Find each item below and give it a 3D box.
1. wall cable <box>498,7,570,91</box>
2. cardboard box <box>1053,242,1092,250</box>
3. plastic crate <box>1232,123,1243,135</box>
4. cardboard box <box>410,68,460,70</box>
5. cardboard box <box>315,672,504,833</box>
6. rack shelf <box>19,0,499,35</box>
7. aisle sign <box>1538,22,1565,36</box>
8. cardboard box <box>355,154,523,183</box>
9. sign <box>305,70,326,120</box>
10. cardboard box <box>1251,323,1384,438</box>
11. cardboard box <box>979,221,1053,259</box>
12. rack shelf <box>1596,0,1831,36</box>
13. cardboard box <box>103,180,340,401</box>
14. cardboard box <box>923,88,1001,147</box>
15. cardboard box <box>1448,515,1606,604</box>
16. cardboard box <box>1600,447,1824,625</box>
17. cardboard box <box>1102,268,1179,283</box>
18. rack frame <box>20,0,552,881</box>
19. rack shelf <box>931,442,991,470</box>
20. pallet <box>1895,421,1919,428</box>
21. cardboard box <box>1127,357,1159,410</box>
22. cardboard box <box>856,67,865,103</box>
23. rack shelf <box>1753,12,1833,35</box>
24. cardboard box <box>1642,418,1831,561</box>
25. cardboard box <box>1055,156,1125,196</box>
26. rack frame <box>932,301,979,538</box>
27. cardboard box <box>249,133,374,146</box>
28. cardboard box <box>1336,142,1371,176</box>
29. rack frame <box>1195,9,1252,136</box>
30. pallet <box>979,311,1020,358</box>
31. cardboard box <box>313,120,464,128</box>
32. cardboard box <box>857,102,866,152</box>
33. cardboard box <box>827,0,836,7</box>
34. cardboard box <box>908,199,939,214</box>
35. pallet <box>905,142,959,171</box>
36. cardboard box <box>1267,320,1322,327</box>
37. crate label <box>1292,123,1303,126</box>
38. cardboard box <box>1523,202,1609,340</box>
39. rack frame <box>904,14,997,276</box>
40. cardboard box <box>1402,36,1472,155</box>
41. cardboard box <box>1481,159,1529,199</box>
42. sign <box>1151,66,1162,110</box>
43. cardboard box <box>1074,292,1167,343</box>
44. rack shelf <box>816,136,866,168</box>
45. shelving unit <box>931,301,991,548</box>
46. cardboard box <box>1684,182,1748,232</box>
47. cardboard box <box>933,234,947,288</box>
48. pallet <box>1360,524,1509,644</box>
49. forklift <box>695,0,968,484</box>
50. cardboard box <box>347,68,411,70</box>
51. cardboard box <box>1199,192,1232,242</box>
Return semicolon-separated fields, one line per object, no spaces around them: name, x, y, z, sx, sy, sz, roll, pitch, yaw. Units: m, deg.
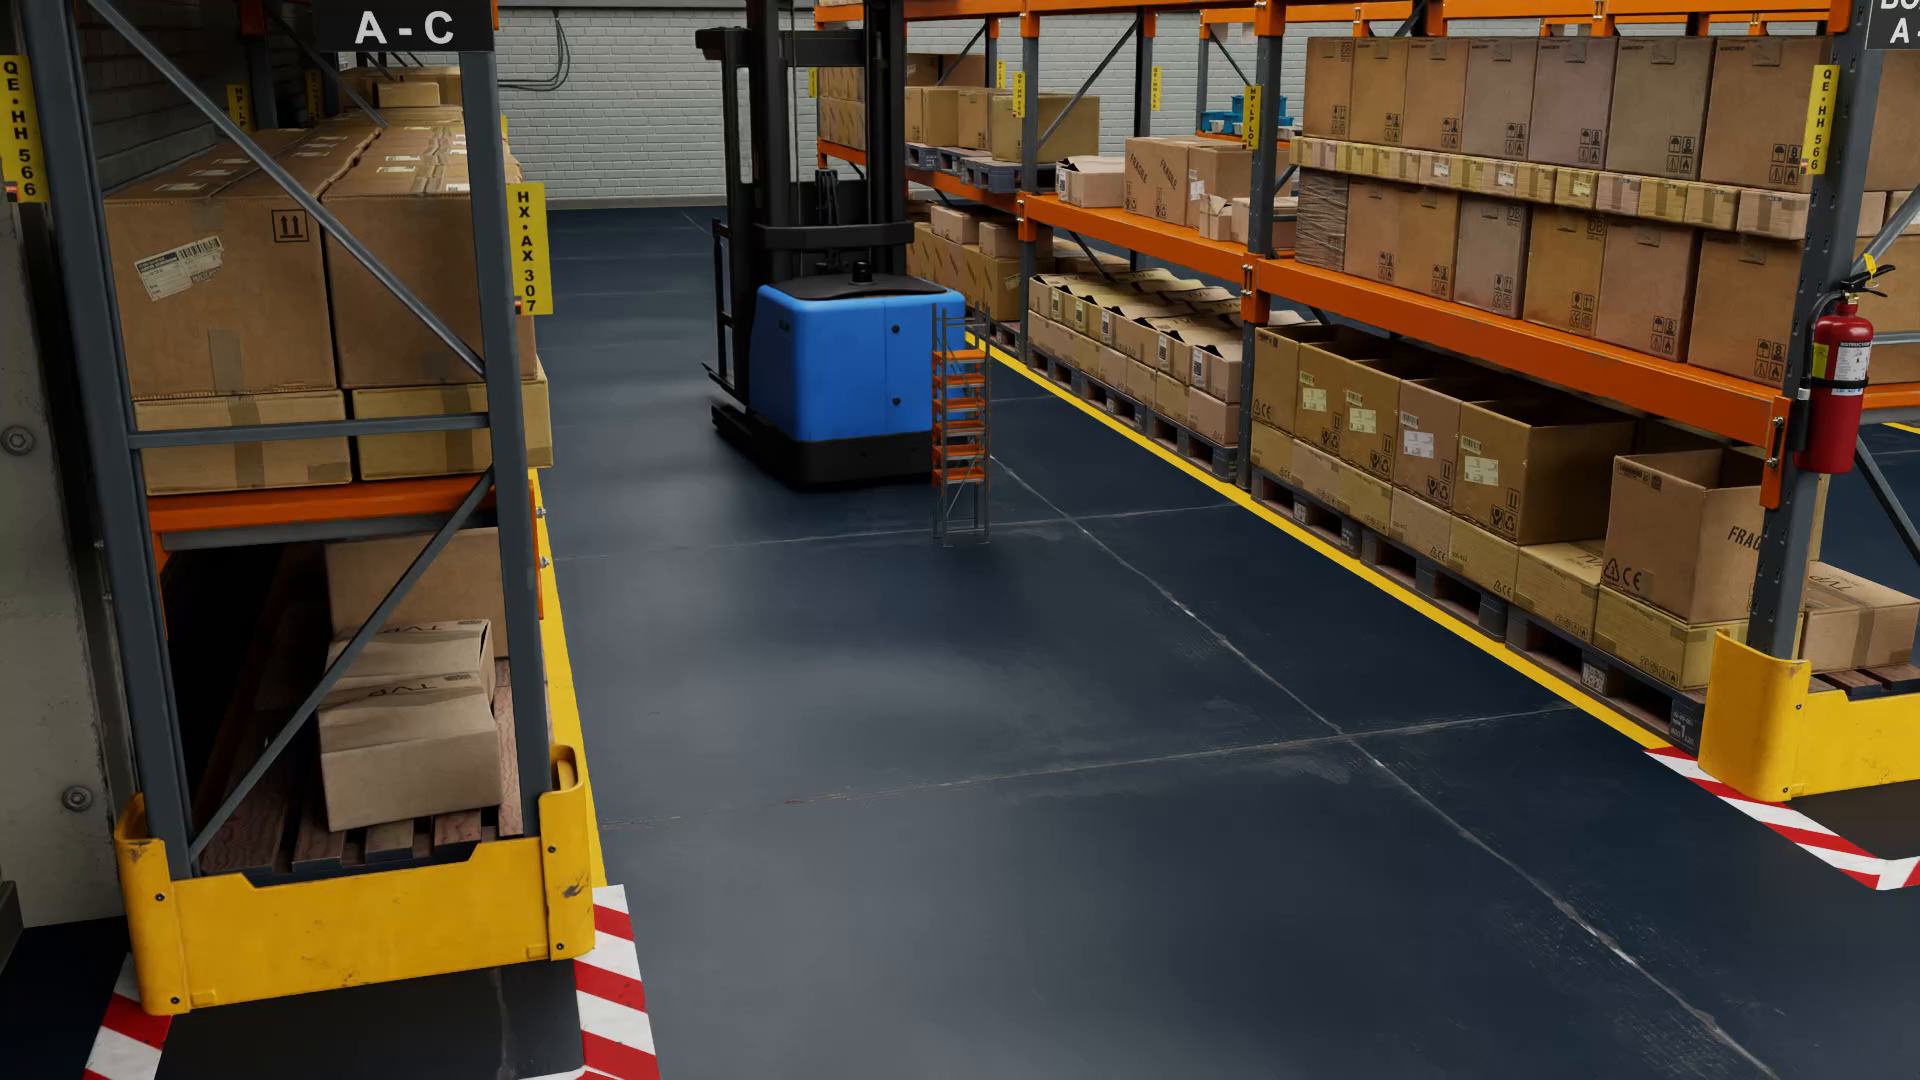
wall cable;-7.205;-7.670;23.743;3.097;2.526;0.112;-5;17;-15
cardboard box;0.833;-2.317;14.531;0.500;0.500;0.500;-5;17;-16
plastic crate;3.477;-5.000;20.238;0.250;0.136;0.298;-5;17;-15
cardboard box;-4.249;-3.752;13.699;0.500;0.250;0.500;-4;17;-14
cardboard box;-1.701;0.613;5.107;0.500;0.311;0.500;-7;18;-22
rack shelf;-2.147;-1.911;5.637;1.077;0.370;4.000;-5;17;-15
aisle sign;7.985;-7.108;22.381;0.394;0.787;0.004;-5;17;-15
cardboard box;-1.702;-0.999;5.488;0.500;0.500;0.500;-5;18;-17
sign;-4.329;-2.988;11.174;0.100;0.325;0.005;-5;17;-15
cardboard box;1.892;-0.855;8.831;0.500;0.500;0.500;-5;17;-15
cardboard box;0.464;-2.499;13.836;0.500;0.250;0.500;-4;17;-13
rack shelf;6.279;-3.801;11.927;1.077;0.370;4.000;-5;17;-15
cardboard box;-1.931;-0.676;4.412;0.500;0.500;0.500;-5;17;-16
cardboard box;0.032;-3.893;15.294;0.700;0.500;0.500;-2;17;-6
cardboard box;2.445;0.057;7.099;0.500;0.250;0.500;-5;17;-15
cardboard box;2.731;-0.027;6.073;0.500;0.500;0.500;-5;17;-15
cardboard box;1.347;-1.899;12.634;0.500;0.311;0.500;-4;17;-14
rack frame;-1.597;-0.266;4.123;1.000;3.000;0.127;-5;17;-15
rack shelf;0.004;-0.413;8.313;0.258;0.103;0.180;-5;17;-15
pallet;6.576;-1.034;11.528;1.003;0.211;1.213;-5;17;-15
cardboard box;1.394;-1.022;10.692;0.500;0.250;0.500;-4;17;-14
cardboard box;-0.803;-4.905;17.655;0.500;0.500;0.500;-5;17;-15
rack shelf;9.942;-5.299;16.915;1.077;0.370;4.000;-5;17;-15
cardboard box;3.092;-0.206;6.670;0.500;0.500;0.500;-5;17;-15
cardboard box;1.024;-2.725;12.463;0.500;0.311;0.500;-4;17;-12
rack frame;-0.021;-0.596;8.350;0.240;1.200;0.006;-5;17;-15
cardboard box;-2.630;-1.379;6.752;0.500;0.500;0.500;-5;17;-16
cardboard box;2.095;-1.893;8.239;0.380;0.149;0.250;-5;17;-17
rack frame;3.531;-5.475;21.464;1.000;3.000;0.127;-5;17;-15
pallet;0.797;-1.745;13.896;1.003;0.211;1.213;-5;17;-15
cardboard box;-2.950;-1.929;8.723;0.700;0.500;0.500;-3;17;-10
cardboard box;-0.804;-4.428;17.806;0.500;0.500;0.500;-4;17;-14
cardboard box;-1.211;-6.147;18.750;0.500;0.250;0.500;-5;17;-15
cardboard box;-0.655;-3.512;18.505;0.797;0.503;0.637;-5;17;-15
pallet;-0.019;-3.656;15.743;1.003;0.211;1.213;-5;17;-15
cardboard box;2.059;-1.191;10.276;0.500;0.311;0.500;-5;17;-16
crate label;4.095;-5.010;20.269;0.396;0.136;0.243;-5;17;-15
cardboard box;2.769;-1.119;6.790;0.700;0.500;0.500;-5;17;-15
rack frame;-0.133;-3.978;16.480;1.000;3.000;0.127;-5;17;-15
cardboard box;2.470;-2.034;7.579;0.700;0.500;0.500;-5;17;-15
cardboard box;2.448;-1.537;7.052;0.380;0.149;0.250;-5;17;-16
sign;1.499;-3.471;12.780;0.100;0.325;0.005;-5;17;-15
cardboard box;1.118;-1.570;11.540;0.500;0.311;0.500;-5;17;-17
rack shelf;-0.683;-4.186;18.426;1.077;0.370;4.000;-5;17;-15
shelving unit;0.004;-0.571;8.266;0.258;1.200;0.189;-5;17;-15
cardboard box;2.803;-1.180;5.865;0.380;0.149;0.250;-4;17;-14
cardboard box;0.053;-2.553;15.317;0.500;0.500;0.500;-4;17;-15
pallet;2.582;0.132;7.646;1.003;0.211;1.213;-5;17;-15
forklift;-0.970;-2.100;10.348;1.130;2.935;3.031;-7;18;-21
cardboard box;-4.727;-3.714;13.573;0.500;0.250;0.500;-5;18;-17
cardboard box;1.647;-1.929;9.894;0.396;0.266;0.258;-5;17;-17
